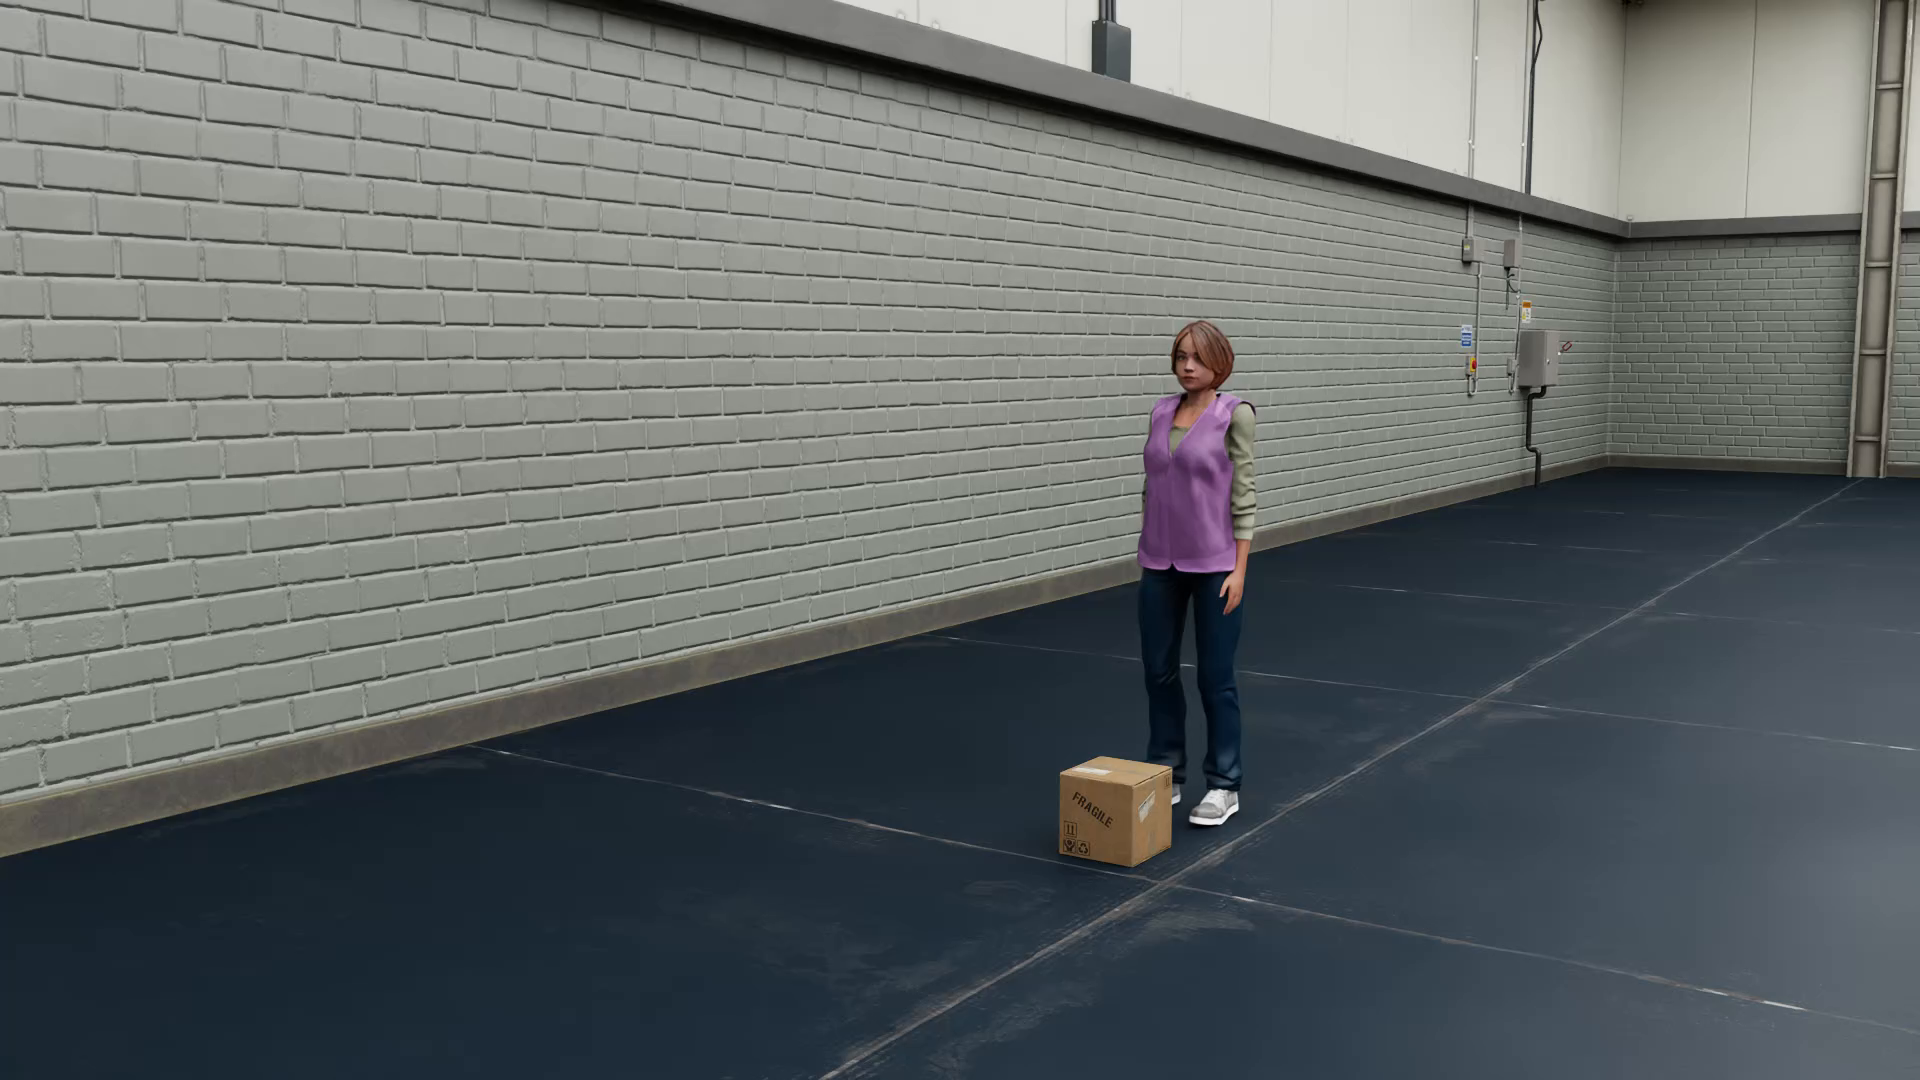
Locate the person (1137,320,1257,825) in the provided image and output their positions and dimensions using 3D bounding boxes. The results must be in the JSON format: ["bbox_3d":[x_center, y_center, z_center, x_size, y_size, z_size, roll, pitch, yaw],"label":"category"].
[{"bbox_3d":[0.752,0.117,5.309,0.405,1.564,0.307,5,8,35],"label":"person"}]
